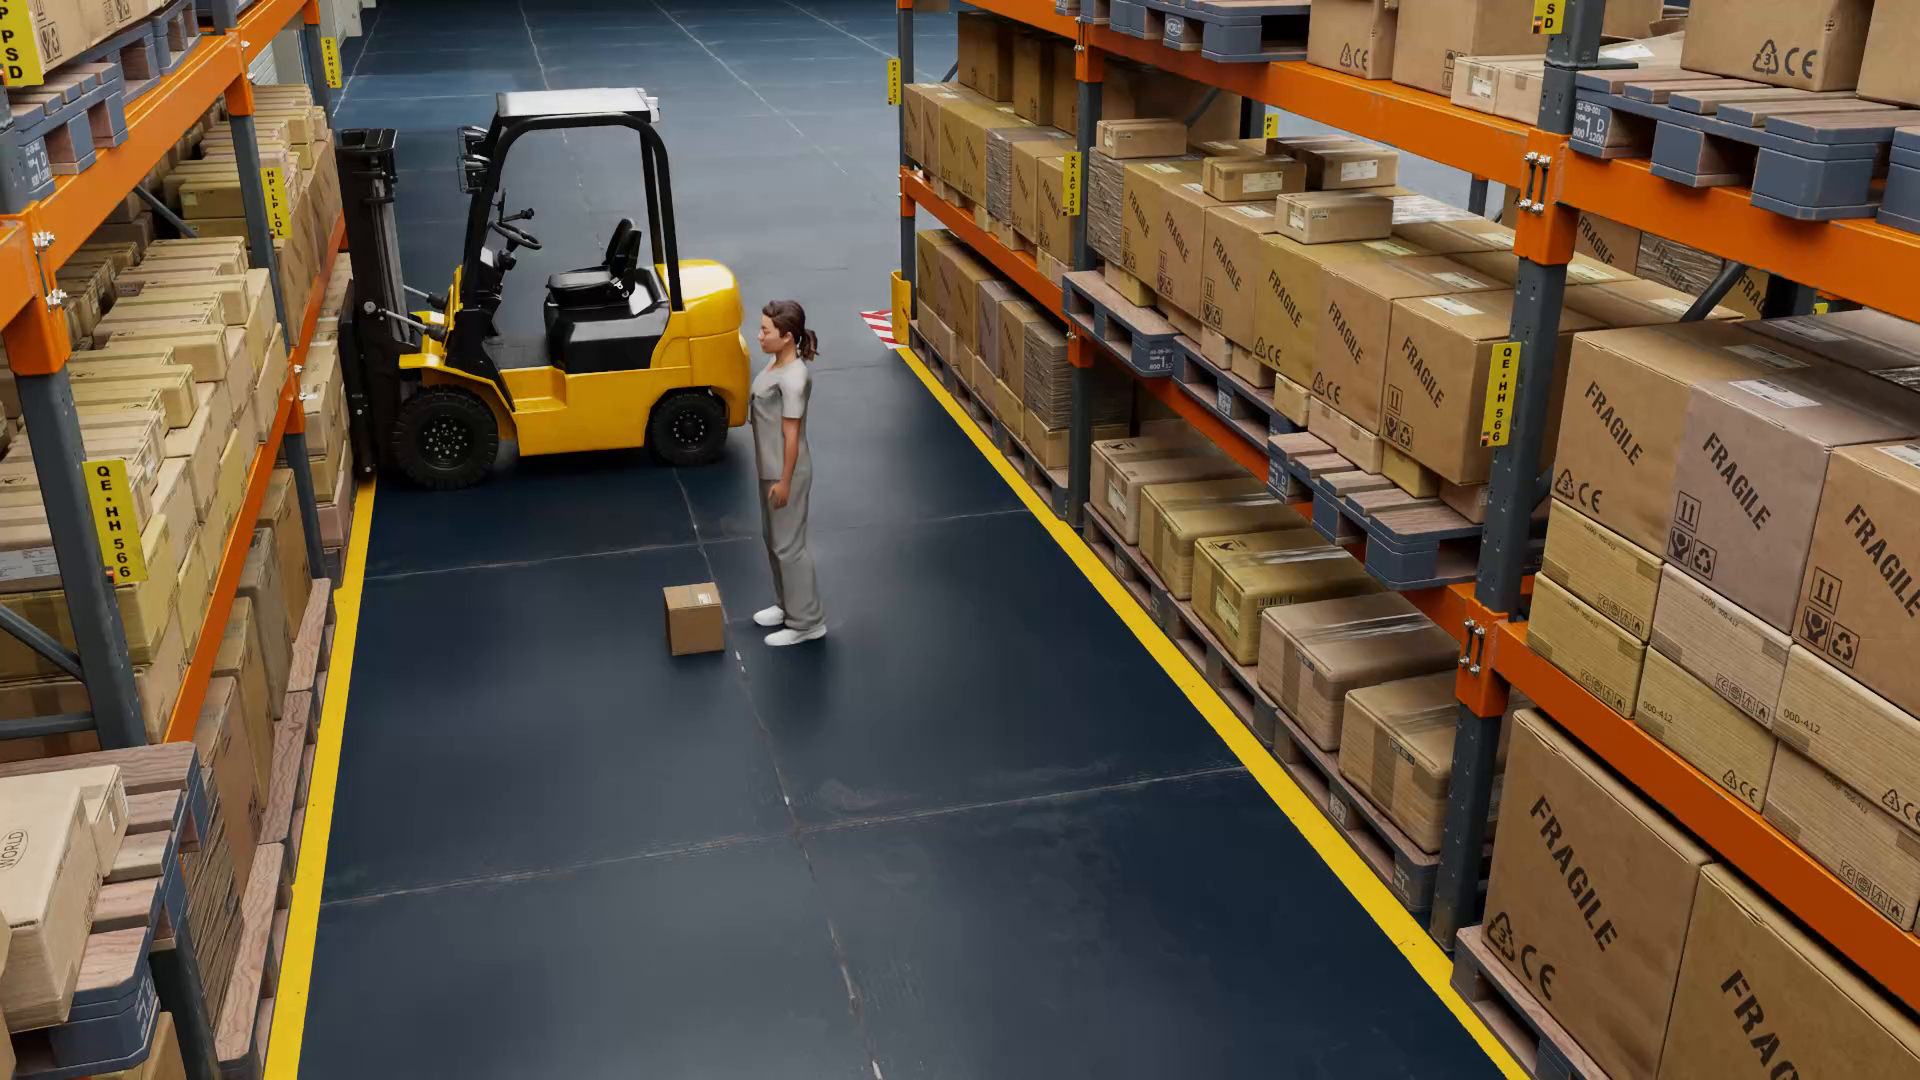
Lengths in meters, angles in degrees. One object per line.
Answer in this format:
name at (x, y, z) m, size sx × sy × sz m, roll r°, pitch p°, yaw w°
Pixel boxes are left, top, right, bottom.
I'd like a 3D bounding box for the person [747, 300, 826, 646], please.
person at (-0.817, -0.312, 7.862) m, size 0.362 × 1.683 × 0.436 m, roll -6°, pitch 24°, yaw -13°
